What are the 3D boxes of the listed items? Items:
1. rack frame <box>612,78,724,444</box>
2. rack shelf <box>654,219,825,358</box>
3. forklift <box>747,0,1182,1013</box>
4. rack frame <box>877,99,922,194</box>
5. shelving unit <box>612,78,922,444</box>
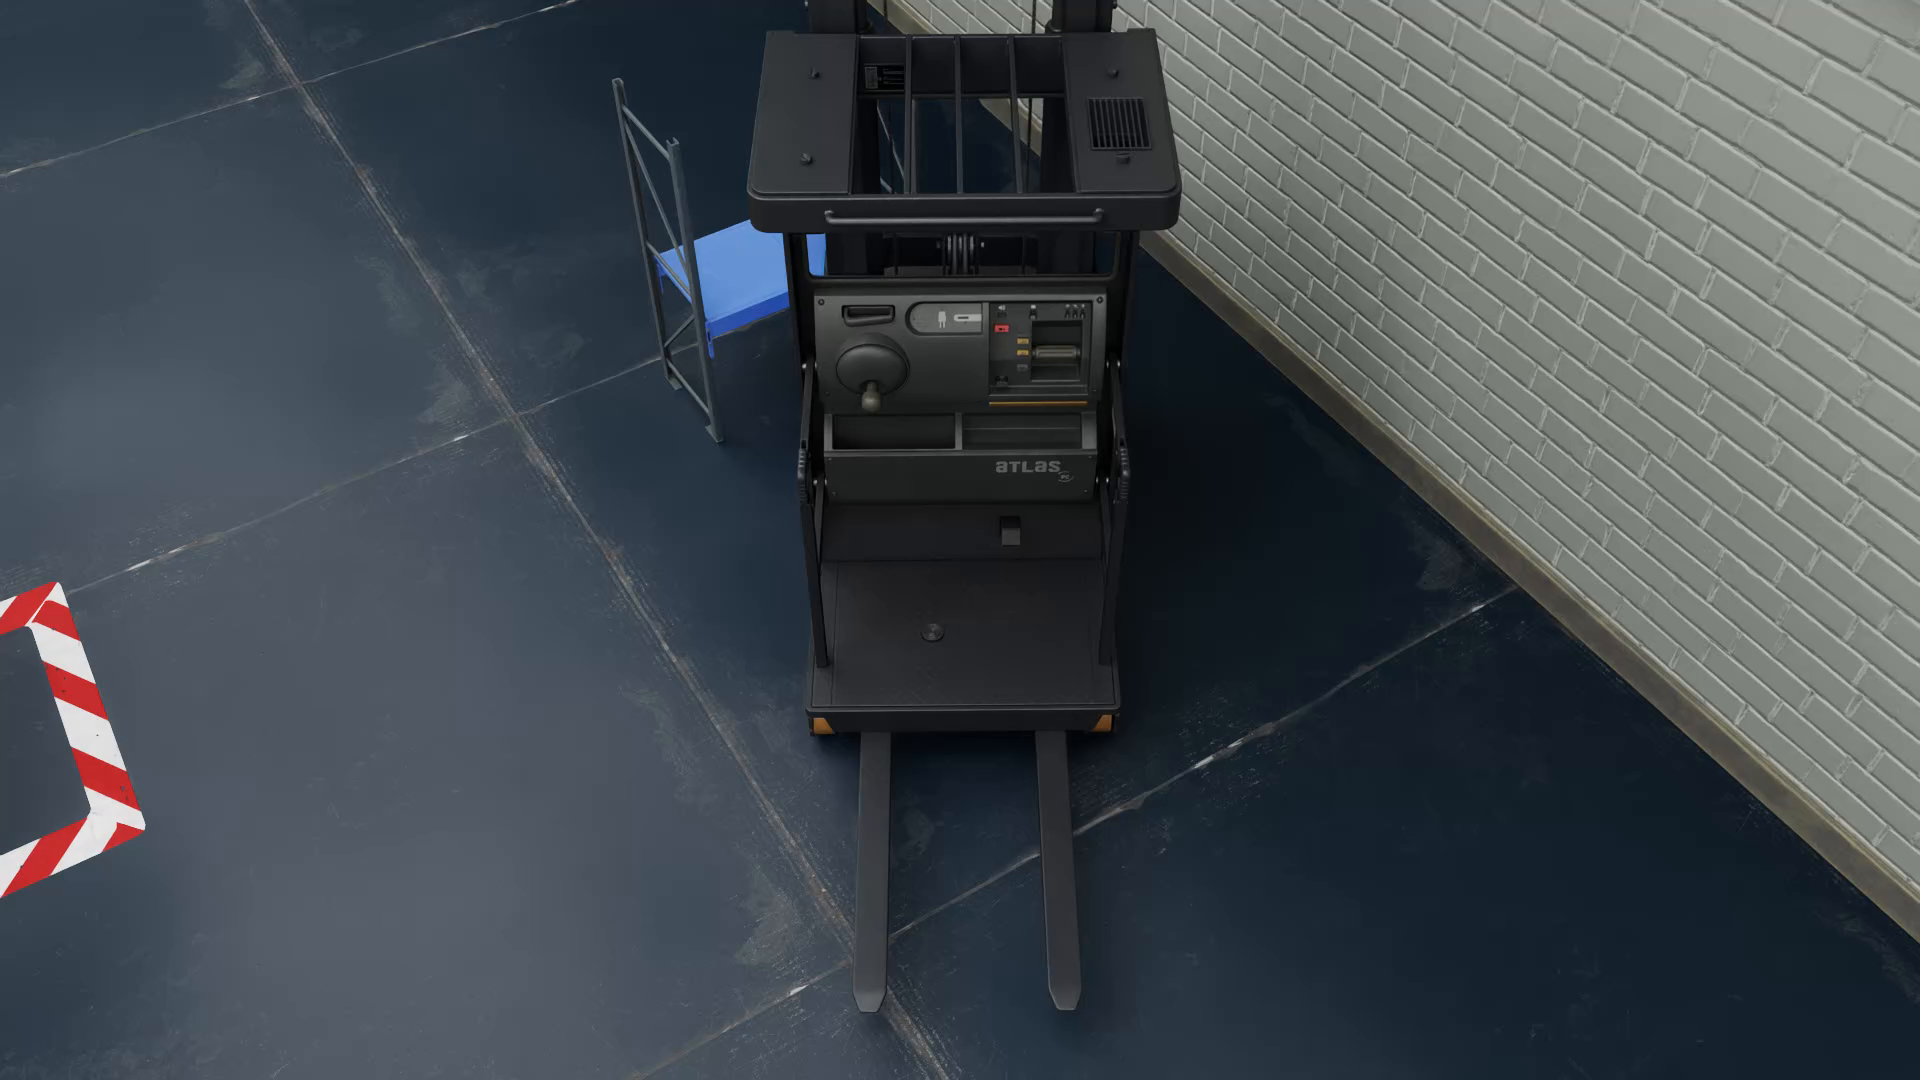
[{"bbox_3d":[-1.154,-1.071,6.645,0.032,1.500,0.500,-26,53,-21],"label":"rack frame"},{"bbox_3d":[-0.728,-1.159,6.964,1.000,0.185,0.538,-26,53,-21],"label":"rack shelf"},{"bbox_3d":[0.007,-0.510,5.187,1.130,2.935,3.031,0,48,0],"label":"forklift"},{"bbox_3d":[-0.303,-1.486,7.015,0.032,1.500,0.500,-26,53,-21],"label":"rack frame"},{"bbox_3d":[-0.728,-1.279,6.830,1.048,1.500,0.538,-26,53,-21],"label":"shelving unit"}]
